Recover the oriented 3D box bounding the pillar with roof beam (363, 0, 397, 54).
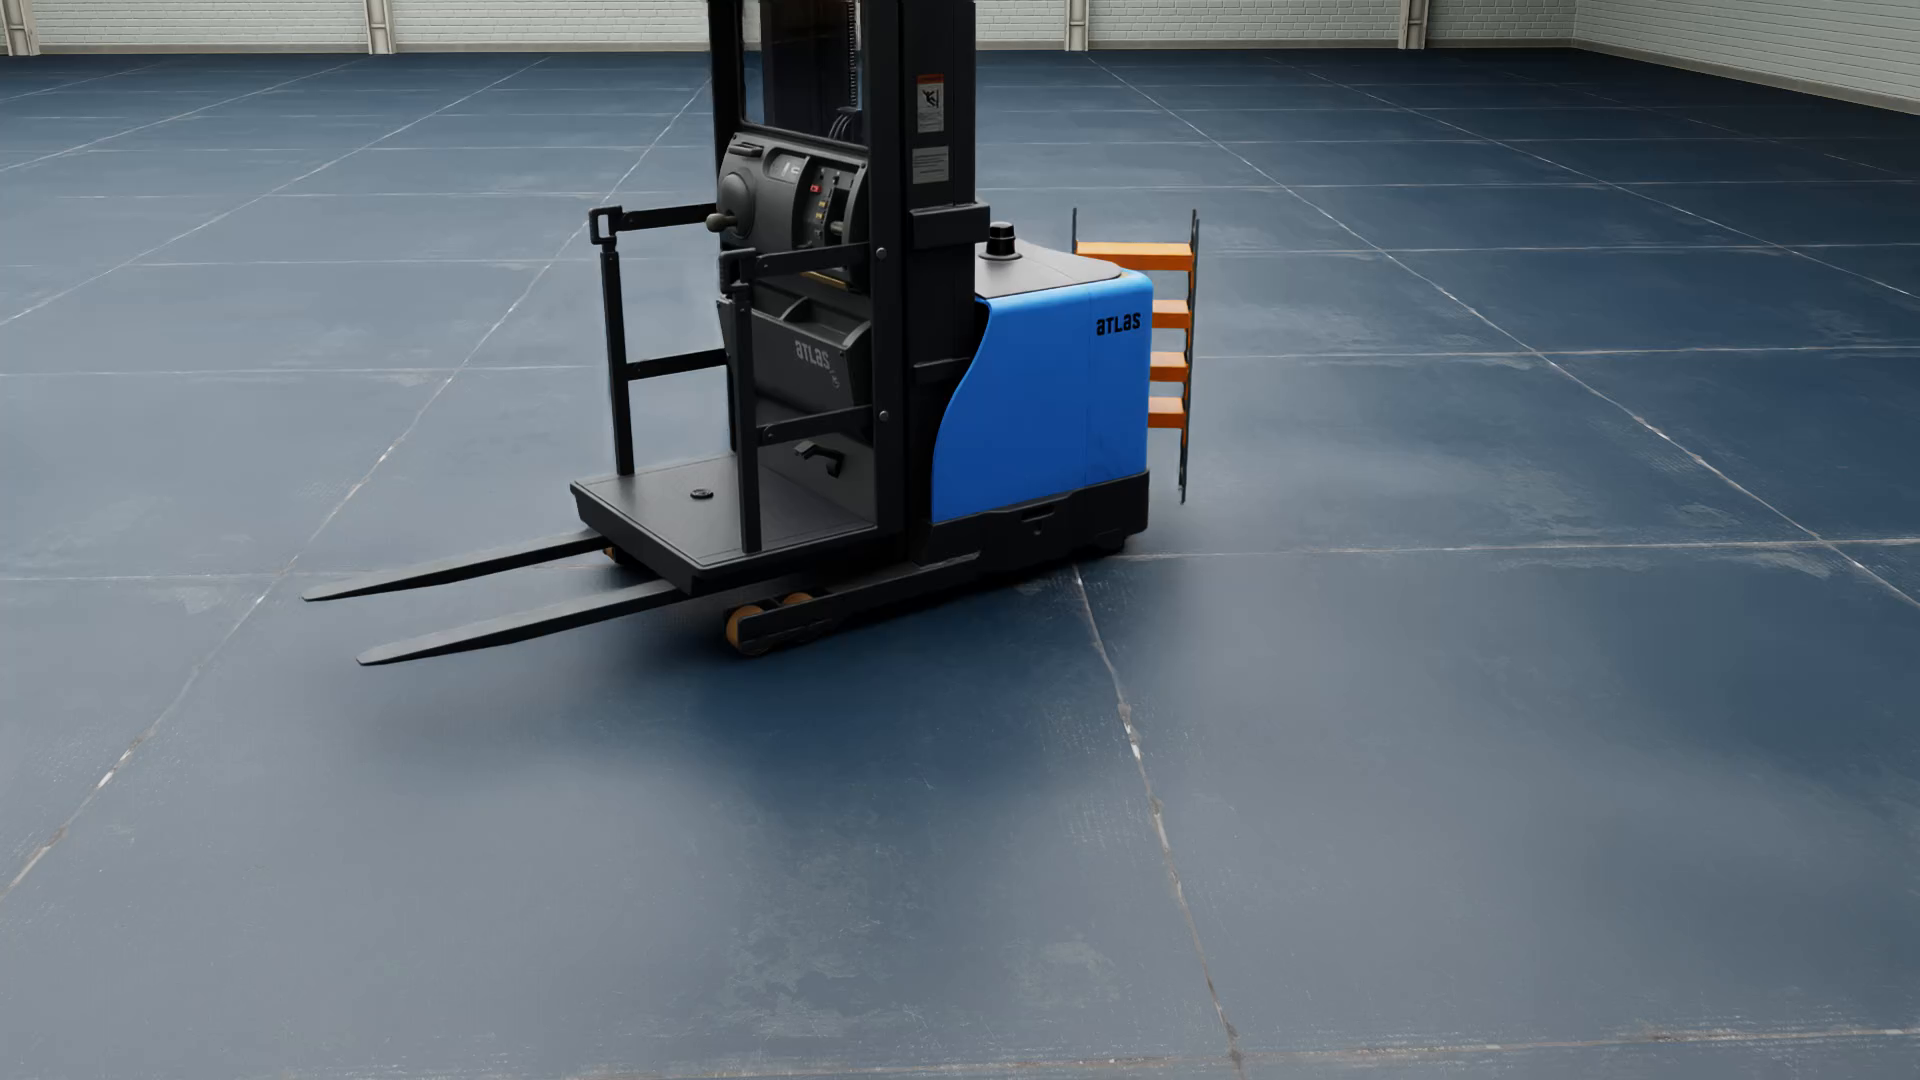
[{"bbox_3d":[-9.694,-11.065,23.036,0.400,9.000,9.100,-1,21,-3],"label":"pillar with roof beam"}]

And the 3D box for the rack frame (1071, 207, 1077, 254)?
[{"bbox_3d":[0.464,-0.766,6.948,0.015,1.200,0.240,2,21,4],"label":"rack frame"}]

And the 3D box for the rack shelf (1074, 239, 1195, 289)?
[{"bbox_3d":[0.707,-1.127,6.791,0.480,0.148,0.258,2,21,4],"label":"rack shelf"}]

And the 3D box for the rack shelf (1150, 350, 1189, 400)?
[{"bbox_3d":[0.707,-0.697,6.955,0.480,0.148,0.258,2,21,4],"label":"rack shelf"}]

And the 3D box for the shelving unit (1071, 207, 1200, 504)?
[{"bbox_3d":[0.707,-0.760,6.931,0.503,1.200,0.258,2,21,4],"label":"shelving unit"}]

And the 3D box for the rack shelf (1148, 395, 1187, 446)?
[{"bbox_3d":[0.707,-0.512,7.025,0.480,0.148,0.258,2,21,4],"label":"rack shelf"}]

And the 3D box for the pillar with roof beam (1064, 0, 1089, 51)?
[{"bbox_3d":[2.286,-11.308,23.676,0.400,9.000,9.100,-1,21,-3],"label":"pillar with roof beam"}]

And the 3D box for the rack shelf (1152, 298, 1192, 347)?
[{"bbox_3d":[0.707,-0.906,6.875,0.480,0.148,0.258,2,21,4],"label":"rack shelf"}]

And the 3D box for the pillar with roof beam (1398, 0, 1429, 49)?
[{"bbox_3d":[8.276,-11.430,23.996,0.400,9.000,9.100,-1,21,-3],"label":"pillar with roof beam"}]

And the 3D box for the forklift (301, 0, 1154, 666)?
[{"bbox_3d":[-0.758,-1.193,5.636,3.031,2.935,1.130,-14,25,-33],"label":"forklift"}]

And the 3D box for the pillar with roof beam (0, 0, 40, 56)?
[{"bbox_3d":[-15.685,-10.943,22.716,0.400,9.000,9.100,-1,21,-3],"label":"pillar with roof beam"}]

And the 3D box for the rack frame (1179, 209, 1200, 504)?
[{"bbox_3d":[0.951,-0.754,6.914,0.015,1.200,0.240,2,21,4],"label":"rack frame"}]
